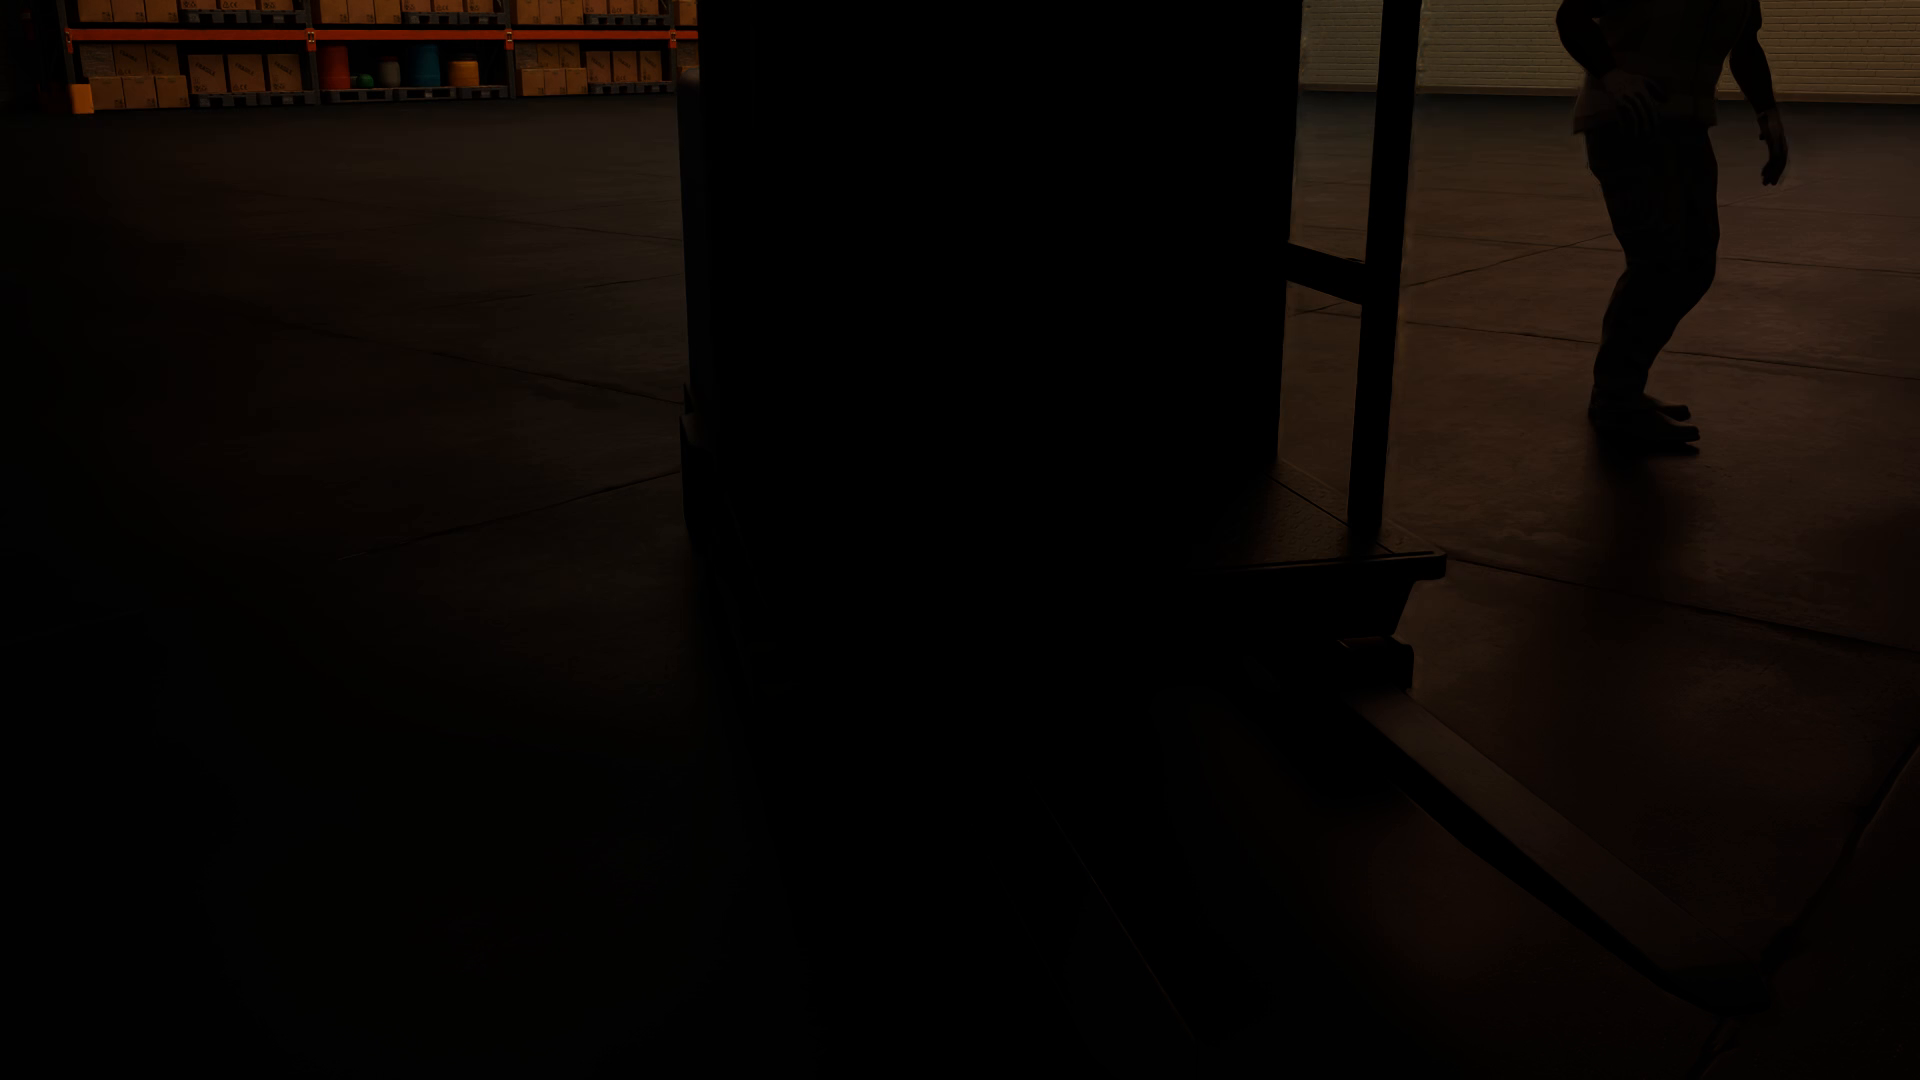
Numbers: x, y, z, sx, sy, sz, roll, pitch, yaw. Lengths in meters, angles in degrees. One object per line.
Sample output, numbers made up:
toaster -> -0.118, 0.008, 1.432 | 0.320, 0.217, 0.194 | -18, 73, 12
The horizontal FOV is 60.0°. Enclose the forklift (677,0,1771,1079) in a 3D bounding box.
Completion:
forklift -> 0.141, -1.133, 2.630 | 1.130, 2.935, 3.031 | -4, 17, -13

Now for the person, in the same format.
person -> 2.109, -1.181, 4.846 | 0.763, 1.742, 0.518 | -11, 20, -32
